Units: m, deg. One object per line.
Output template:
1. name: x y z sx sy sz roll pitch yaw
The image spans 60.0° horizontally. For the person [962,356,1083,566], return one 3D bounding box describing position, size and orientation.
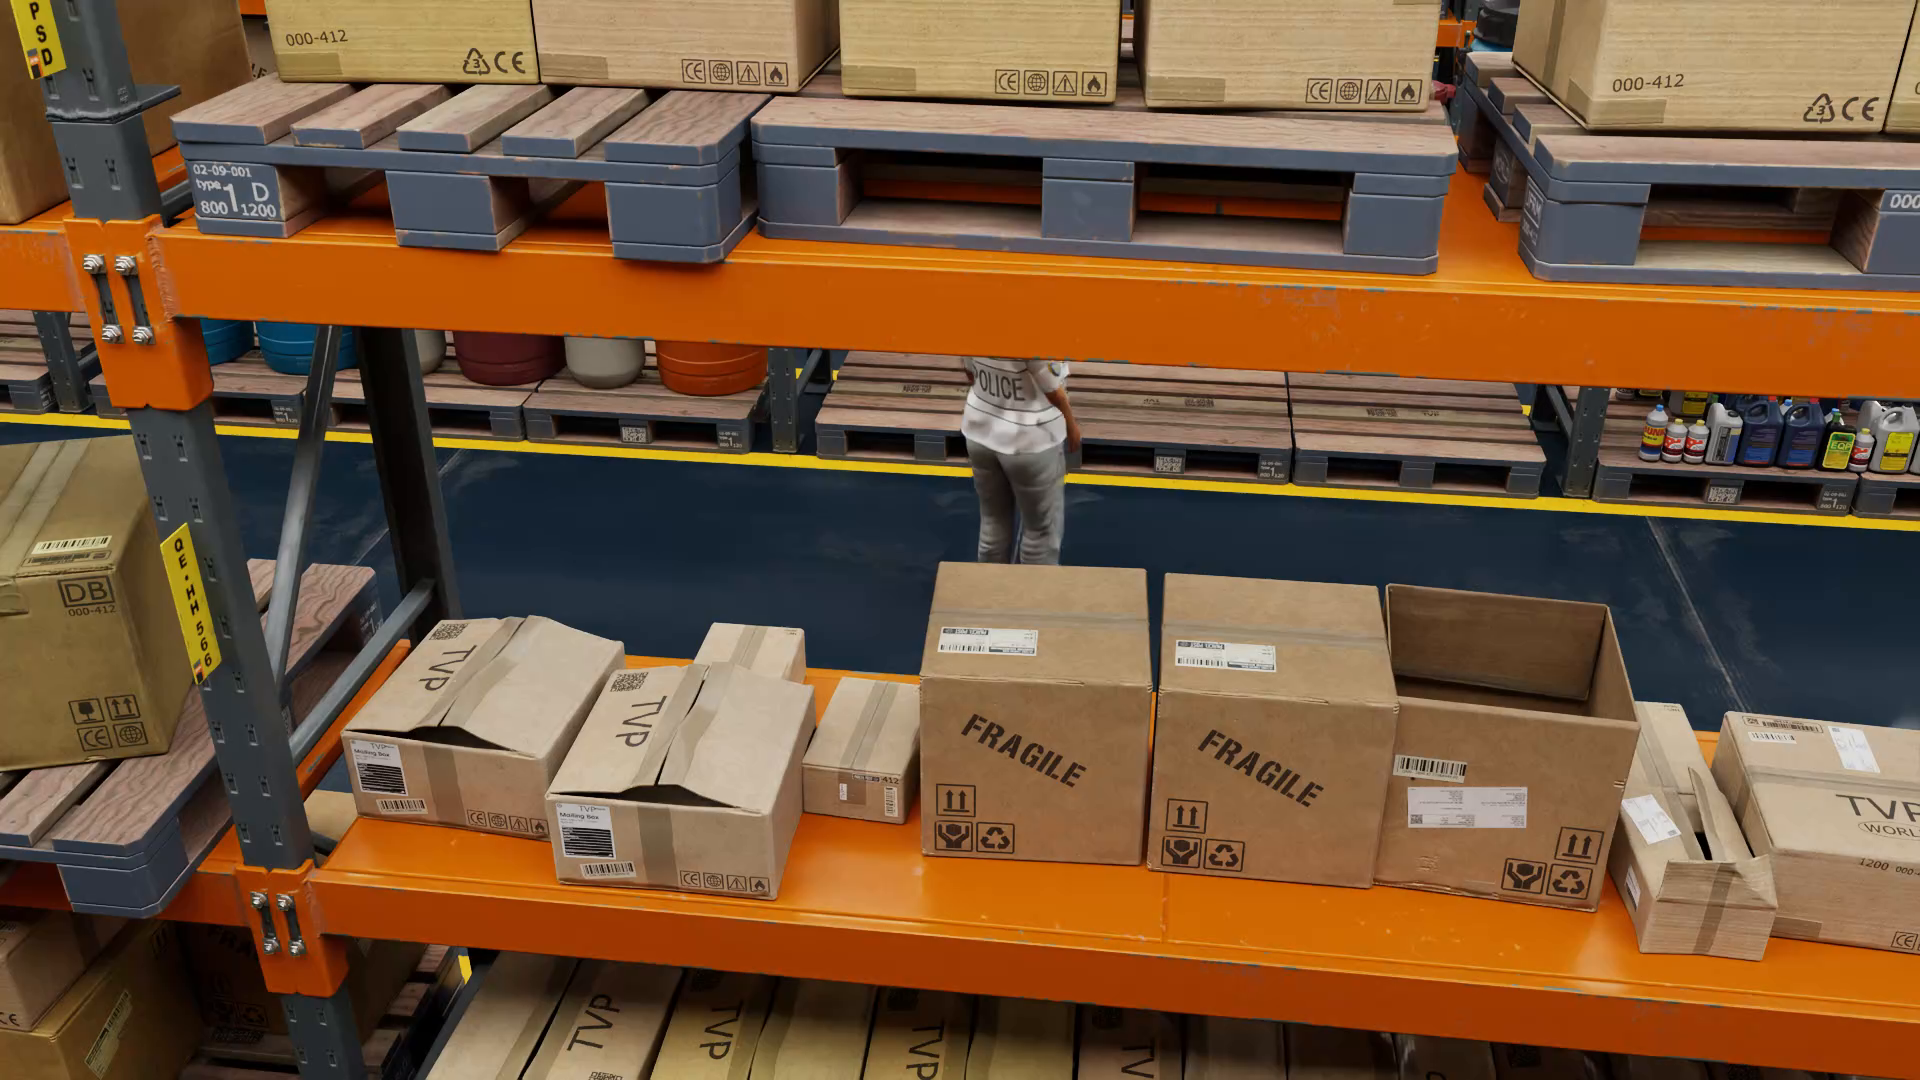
1. person: 0.242 -0.419 6.874 0.483 1.675 0.447 21 35 33
